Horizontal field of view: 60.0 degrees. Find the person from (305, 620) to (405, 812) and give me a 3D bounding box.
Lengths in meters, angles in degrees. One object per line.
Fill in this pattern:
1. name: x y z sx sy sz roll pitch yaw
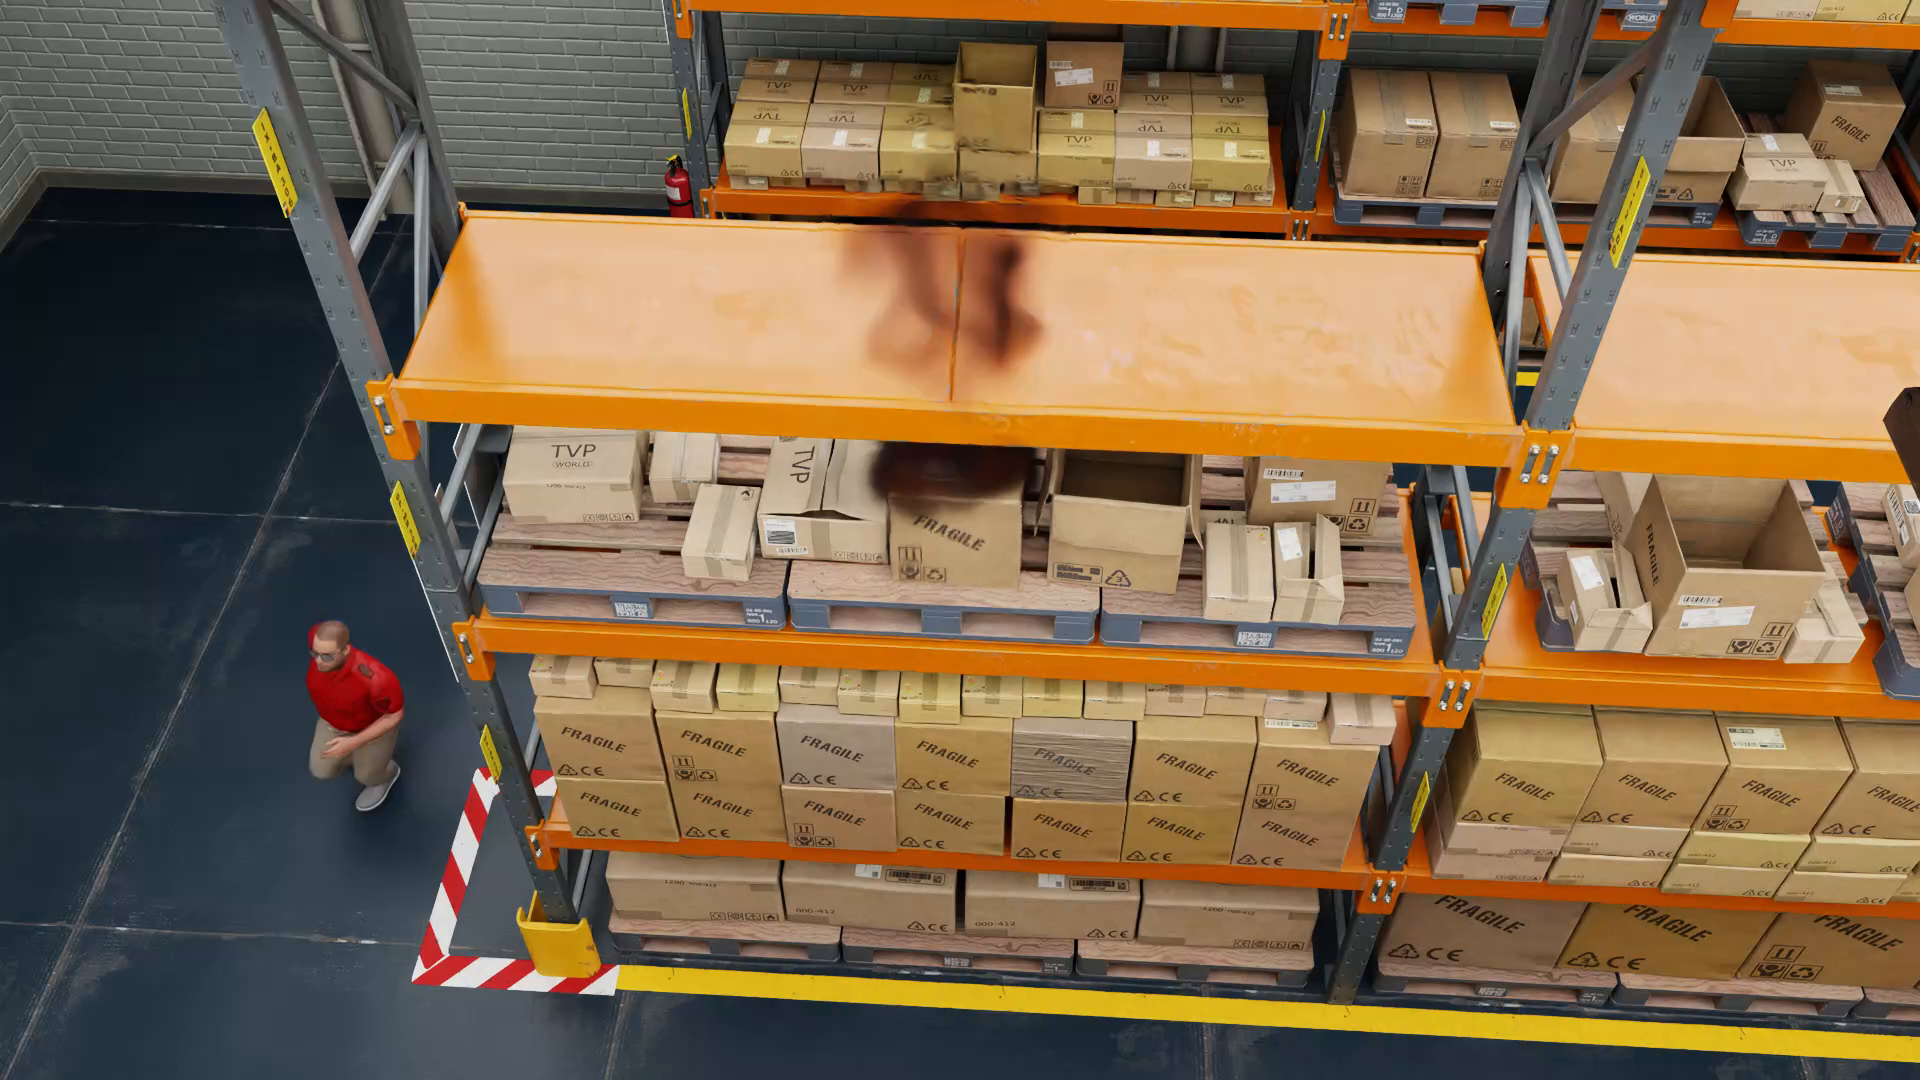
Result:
1. person: -3.202 0.953 8.768 0.780 1.668 0.567 18 50 15
